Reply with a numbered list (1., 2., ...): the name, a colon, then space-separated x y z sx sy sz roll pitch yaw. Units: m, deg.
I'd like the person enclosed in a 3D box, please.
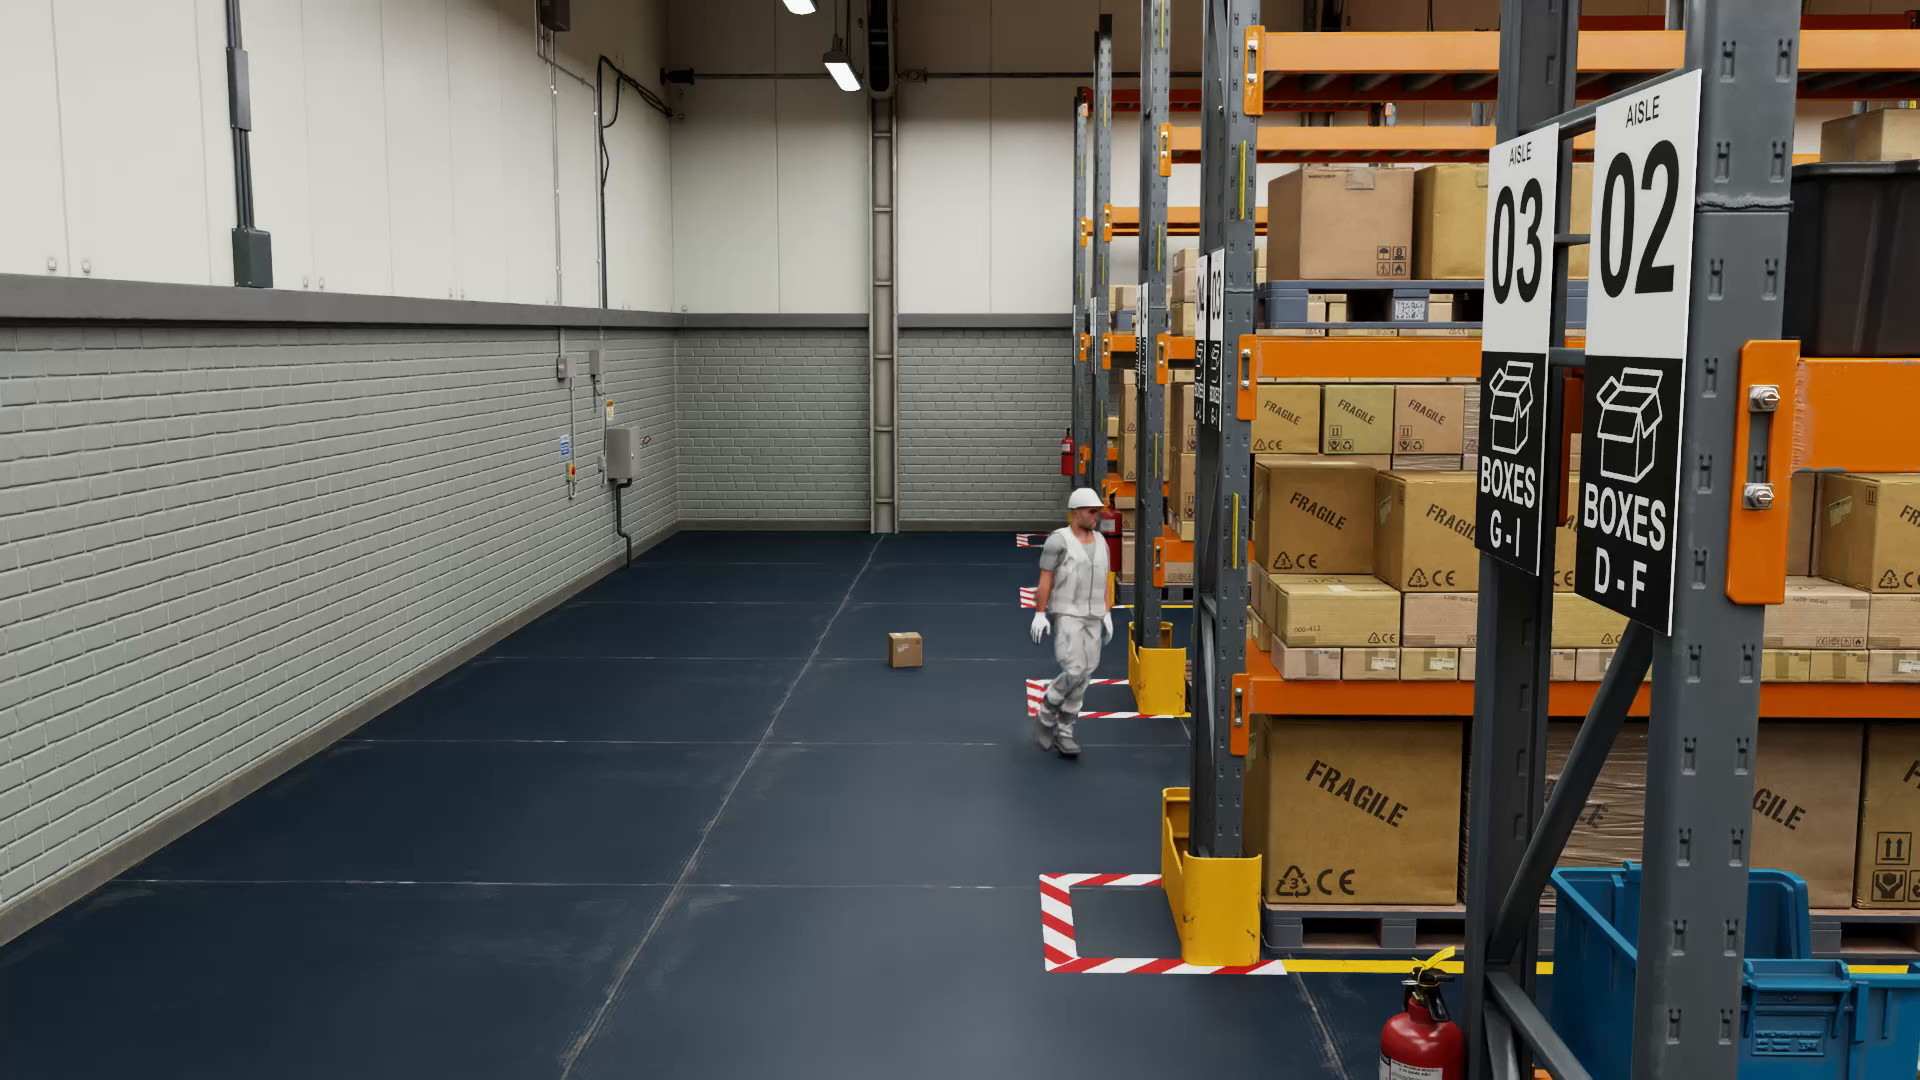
1. person: 0.796 0.542 11.162 0.625 1.773 0.451 -4 8 -31
